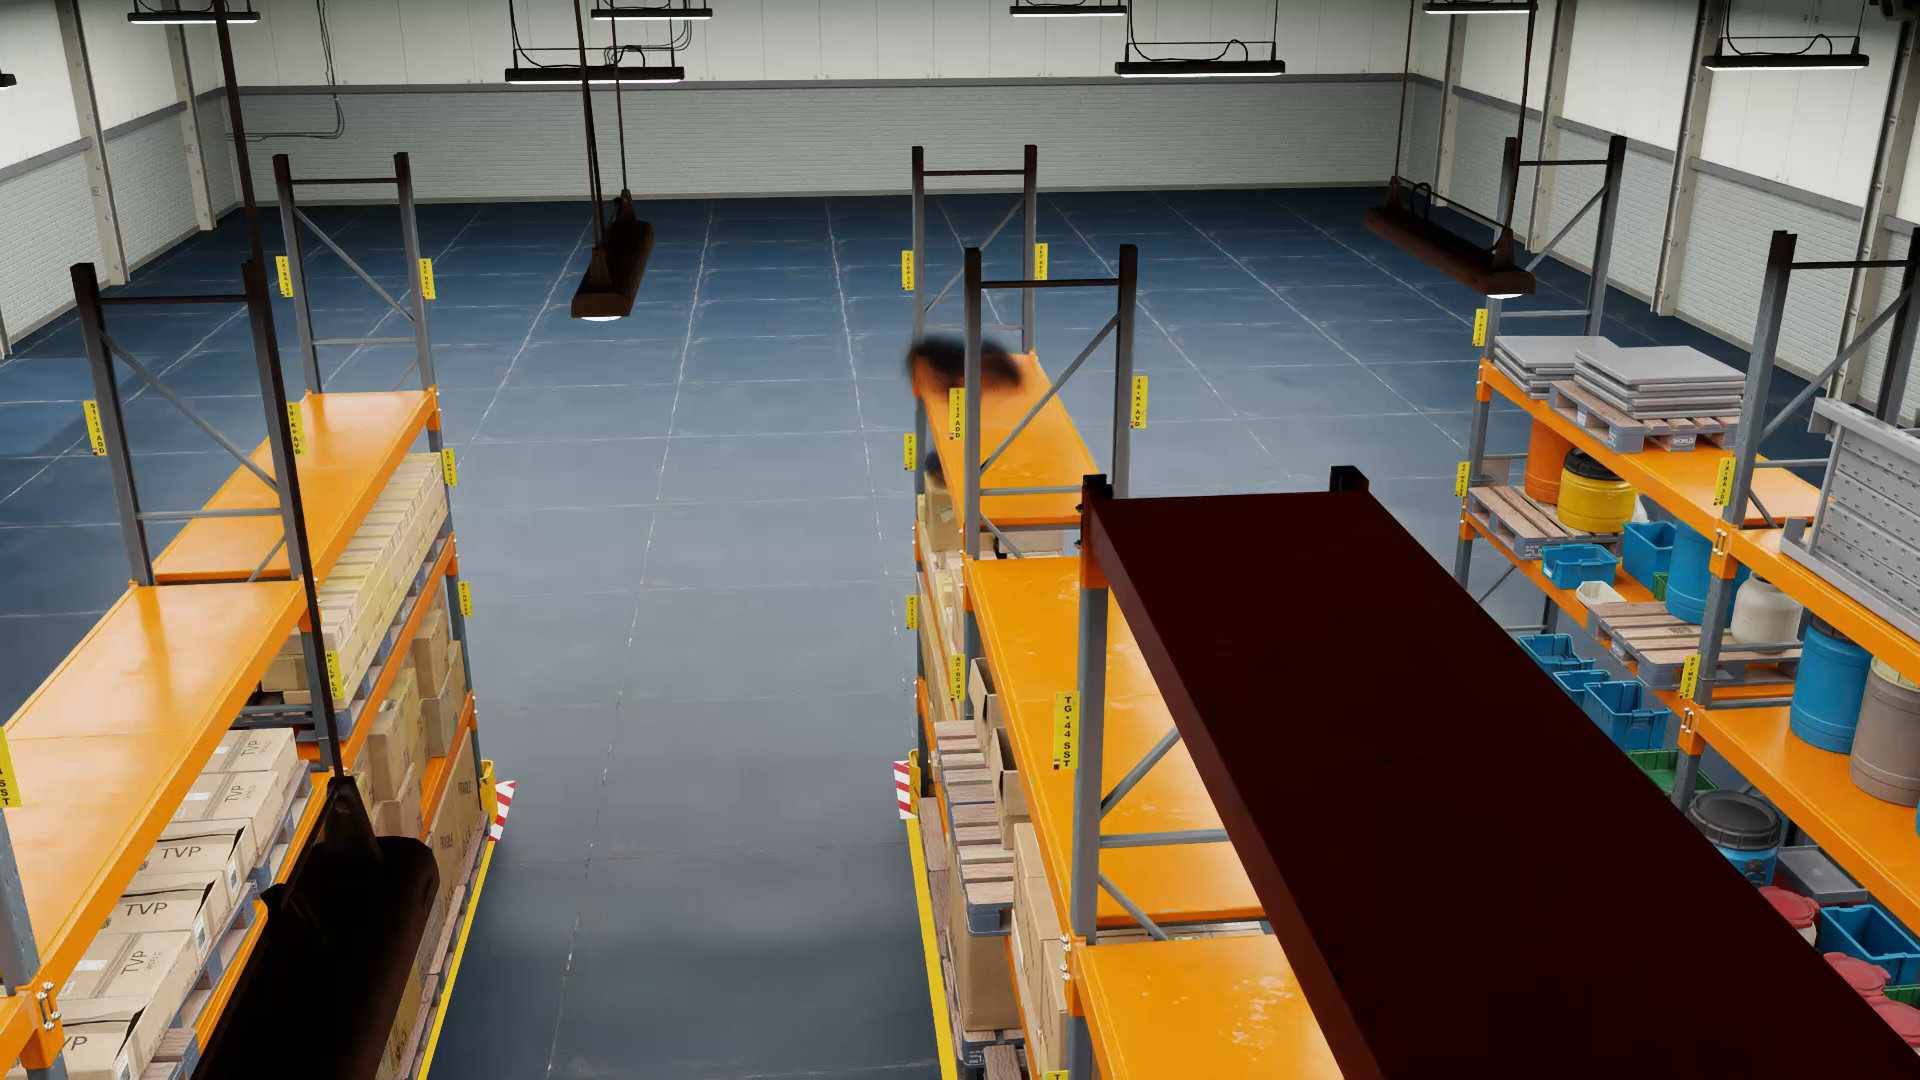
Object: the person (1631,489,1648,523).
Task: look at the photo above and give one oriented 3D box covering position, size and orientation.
[{"bbox_3d":[7.978,-0.115,19.732,1.003,1.716,0.714,8,23,20],"label":"person"}]
